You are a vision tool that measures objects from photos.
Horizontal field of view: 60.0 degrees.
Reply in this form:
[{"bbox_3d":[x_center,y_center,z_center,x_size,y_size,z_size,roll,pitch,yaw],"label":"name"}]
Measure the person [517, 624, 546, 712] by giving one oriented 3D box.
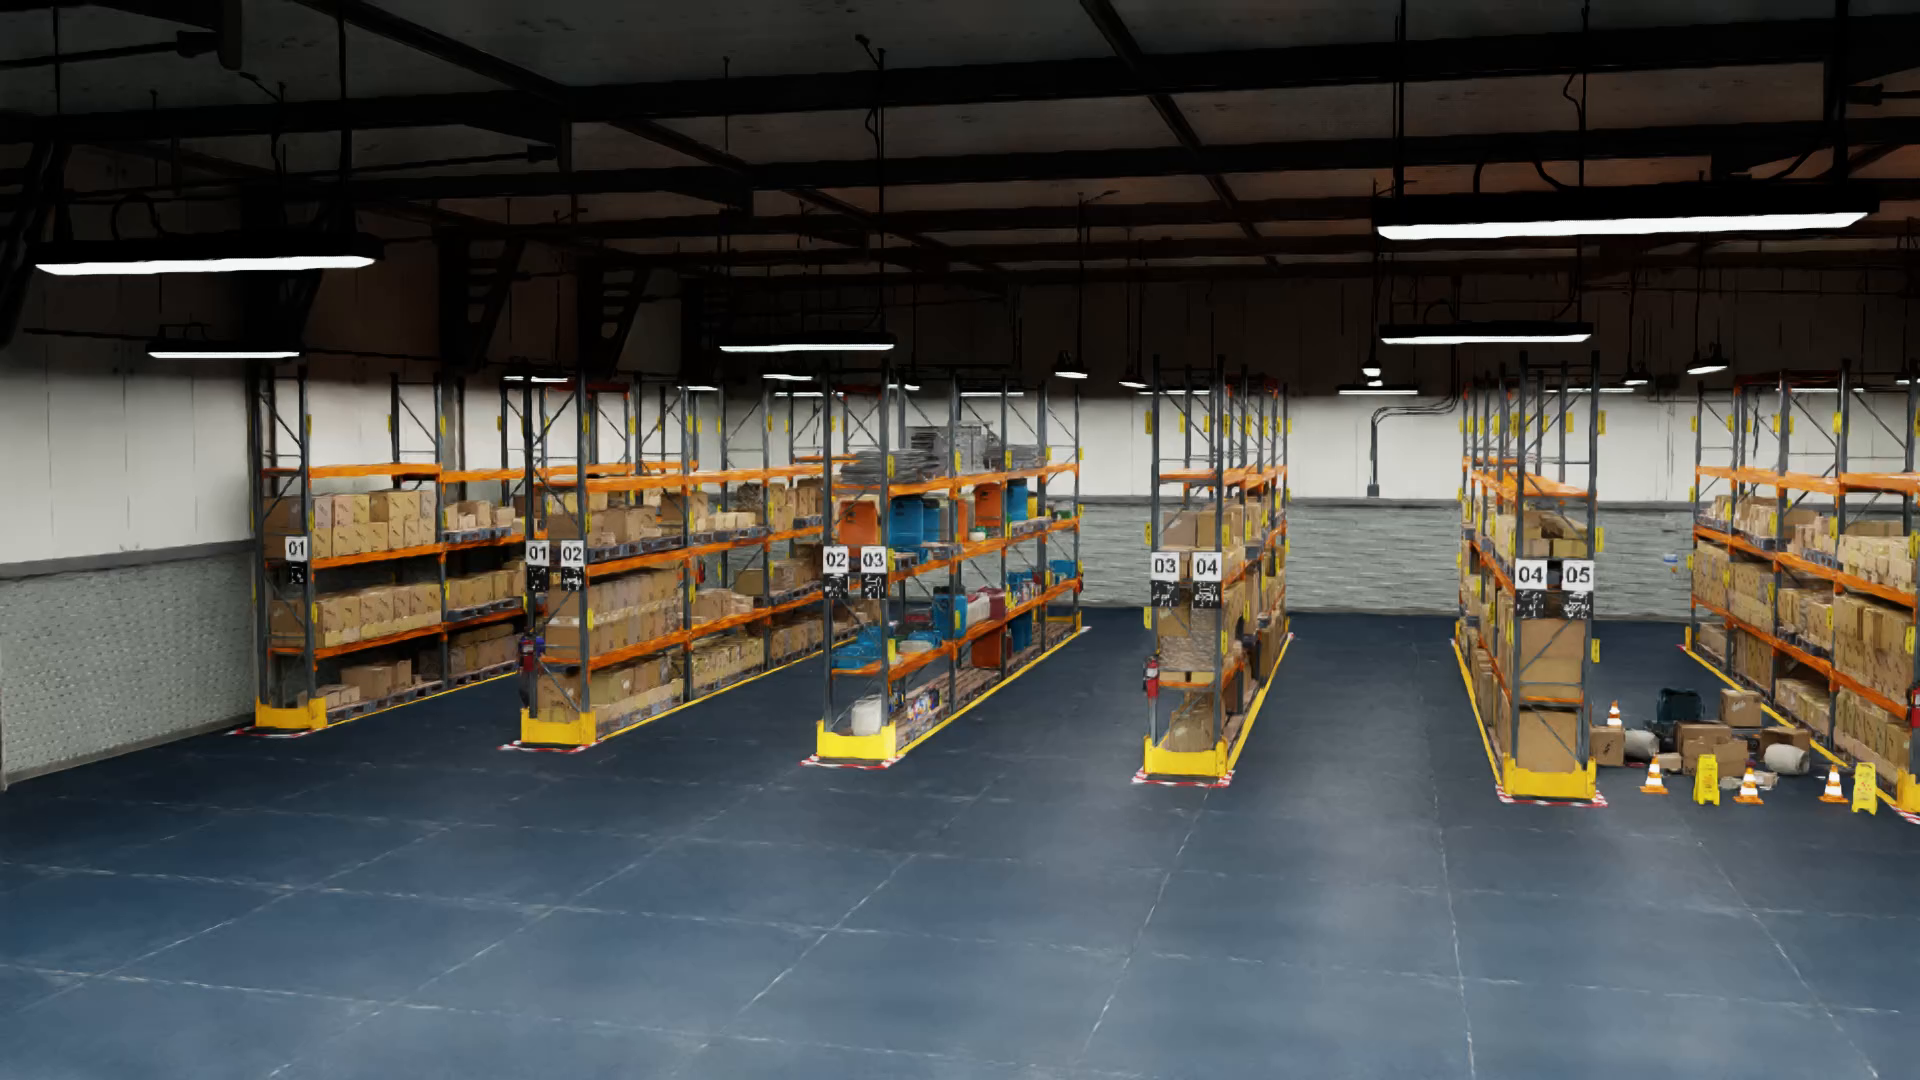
[{"bbox_3d":[-7.413,2.275,28.841,0.592,1.495,0.518,1,4,13],"label":"person"}]
